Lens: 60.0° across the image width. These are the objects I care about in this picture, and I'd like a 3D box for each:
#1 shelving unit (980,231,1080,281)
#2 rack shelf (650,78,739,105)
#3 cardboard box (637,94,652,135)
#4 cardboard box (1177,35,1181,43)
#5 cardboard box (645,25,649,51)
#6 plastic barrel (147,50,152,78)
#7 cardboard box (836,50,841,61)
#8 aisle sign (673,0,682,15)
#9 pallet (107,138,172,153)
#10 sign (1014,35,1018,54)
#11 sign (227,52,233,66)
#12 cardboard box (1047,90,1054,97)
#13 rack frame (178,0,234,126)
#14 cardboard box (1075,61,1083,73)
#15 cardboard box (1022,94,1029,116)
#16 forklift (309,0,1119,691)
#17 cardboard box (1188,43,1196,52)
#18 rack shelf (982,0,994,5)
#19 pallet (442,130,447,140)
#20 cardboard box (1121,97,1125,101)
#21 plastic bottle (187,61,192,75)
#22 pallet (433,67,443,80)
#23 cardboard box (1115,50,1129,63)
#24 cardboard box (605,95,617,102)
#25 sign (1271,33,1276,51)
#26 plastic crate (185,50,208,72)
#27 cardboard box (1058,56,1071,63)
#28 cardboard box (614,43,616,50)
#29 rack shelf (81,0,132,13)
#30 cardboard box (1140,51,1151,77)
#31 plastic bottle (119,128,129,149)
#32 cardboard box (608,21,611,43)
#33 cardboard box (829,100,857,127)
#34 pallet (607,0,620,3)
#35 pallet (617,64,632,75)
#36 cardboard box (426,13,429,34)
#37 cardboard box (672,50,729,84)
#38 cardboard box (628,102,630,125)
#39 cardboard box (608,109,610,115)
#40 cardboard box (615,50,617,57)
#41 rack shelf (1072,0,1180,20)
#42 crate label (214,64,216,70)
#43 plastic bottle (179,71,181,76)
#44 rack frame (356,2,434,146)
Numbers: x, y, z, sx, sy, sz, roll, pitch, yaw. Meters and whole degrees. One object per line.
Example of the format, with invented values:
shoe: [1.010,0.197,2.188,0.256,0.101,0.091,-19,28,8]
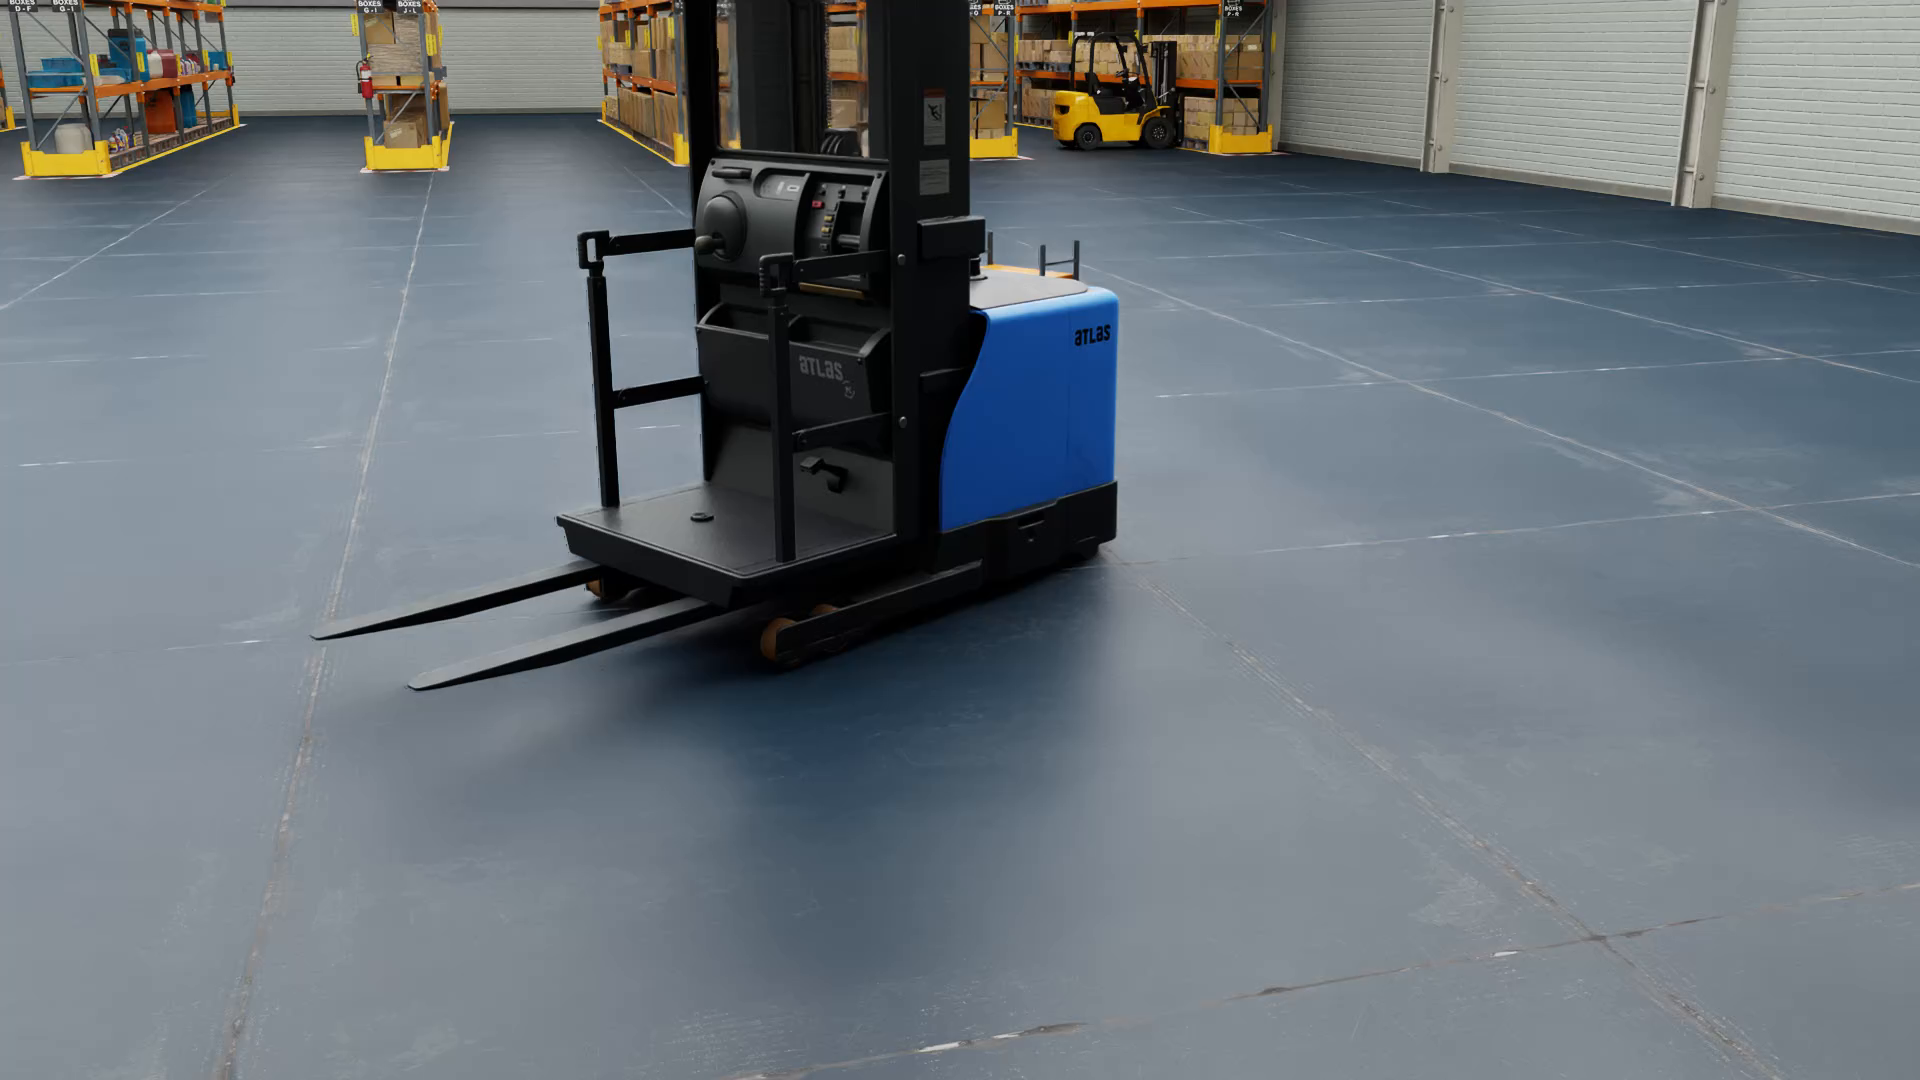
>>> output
shelving unit: [0.236,-0.704,7.210,0.503,1.200,0.258,15,22,41]
rack shelf: [-4.821,-8.085,29.904,1.077,0.370,4.000,-5,17,-15]
cardboard box: [-5.889,-8.538,33.342,1.050,0.750,0.750,-5,17,-15]
cardboard box: [4.451,-9.767,32.435,0.380,0.149,0.250,-5,17,-15]
cardboard box: [-5.932,-10.068,33.343,0.700,0.500,0.500,-5,17,-16]
plastic barrel: [-15.183,-8.777,30.721,0.433,0.535,0.433,0,17,0]
cardboard box: [-2.563,-11.215,38.465,0.500,0.250,0.500,-5,17,-17]
aisle sign: [-4.540,-9.078,27.440,0.394,0.787,0.004,-5,17,-15]
pallet: [-15.521,-7.444,31.365,1.003,0.211,1.213,-5,17,-15]
sign: [0.982,-8.753,29.373,0.100,0.325,0.005,-5,17,-15]
sign: [-17.703,-11.672,40.312,0.100,0.325,0.005,-5,17,-15]
cardboard box: [2.317,-10.702,39.853,0.380,0.149,0.250,-6,18,-18]
rack frame: [-18.227,-11.546,40.176,1.000,3.000,0.127,-5,17,-15]
cardboard box: [2.921,-10.688,37.580,0.500,0.250,0.500,-5,17,-15]
cardboard box: [1.851,-10.861,41.509,0.500,0.500,0.500,-4,17,-13]
forklift: [-0.748,-1.143,5.663,1.130,2.935,3.031,15,23,41]
cardboard box: [4.580,-9.406,31.749,0.380,0.149,0.250,-5,18,-17]
rack shelf: [-0.089,-9.941,30.868,1.077,0.370,4.000,-5,17,-15]
pallet: [-11.410,-8.613,35.260,1.003,0.211,1.213,-5,17,-15]
cardboard box: [3.773,-9.218,35.823,0.875,0.625,0.625,-5,17,-16]
plastic bottle: [-16.470,-10.056,35.432,0.152,0.276,0.135,-5,17,-15]
pallet: [-10.237,-8.749,31.199,1.003,0.211,1.213,-5,17,-15]
cardboard box: [3.604,-10.220,35.154,0.500,0.250,0.500,-5,17,-17]
cardboard box: [-8.851,-11.251,42.384,0.380,0.149,0.250,-6,18,-18]
sign: [5.768,-9.184,30.669,0.100,0.325,0.005,-5,17,-15]
plastic crate: [-17.132,-10.766,37.363,0.402,0.464,0.583,-5,17,-15]
cardboard box: [2.484,-11.134,38.511,0.380,0.149,0.250,-4,17,-14]
cardboard box: [-7.546,-11.058,37.225,0.380,0.149,0.250,-4,17,-13]
rack shelf: [-14.380,-8.766,26.956,1.077,0.370,4.000,-5,17,-15]
cardboard box: [4.004,-9.700,33.856,0.500,0.500,0.500,-5,17,-17]
plastic bottle: [-14.334,-6.871,28.452,0.144,0.351,0.185,-5,17,-16]
cardboard box: [-8.105,-12.116,39.644,0.500,0.500,0.500,-5,18,-17]
cardboard box: [-2.342,-8.418,32.792,0.500,0.500,0.500,-5,17,-15]
pallet: [-7.213,-12.076,37.053,1.213,0.211,1.003,-5,17,-15]
pallet: [-6.768,-10.186,35.981,1.213,0.211,1.003,-5,17,-15]
cardboard box: [-9.087,-8.494,27.585,0.500,0.500,0.500,-5,17,-15]
cardboard box: [-4.416,-8.047,28.267,0.875,0.550,0.550,-5,17,-15]
cardboard box: [-7.041,-9.398,36.641,0.500,0.500,0.500,-4,17,-13]
cardboard box: [-8.641,-10.754,41.764,0.380,0.149,0.250,-4,17,-15]
cardboard box: [-7.471,-10.841,37.018,0.380,0.149,0.250,-5,17,-16]
rack shelf: [3.583,-11.441,35.861,1.077,0.370,4.000,-5,17,-15]
crate label: [-17.663,-11.081,38.981,0.396,0.136,0.243,-5,17,-15]
plastic bottle: [-16.020,-9.655,34.083,0.061,0.283,0.133,-5,17,-15]
rack frame: [-9.068,-7.512,26.746,1.000,3.000,0.127,-5,17,-15]
